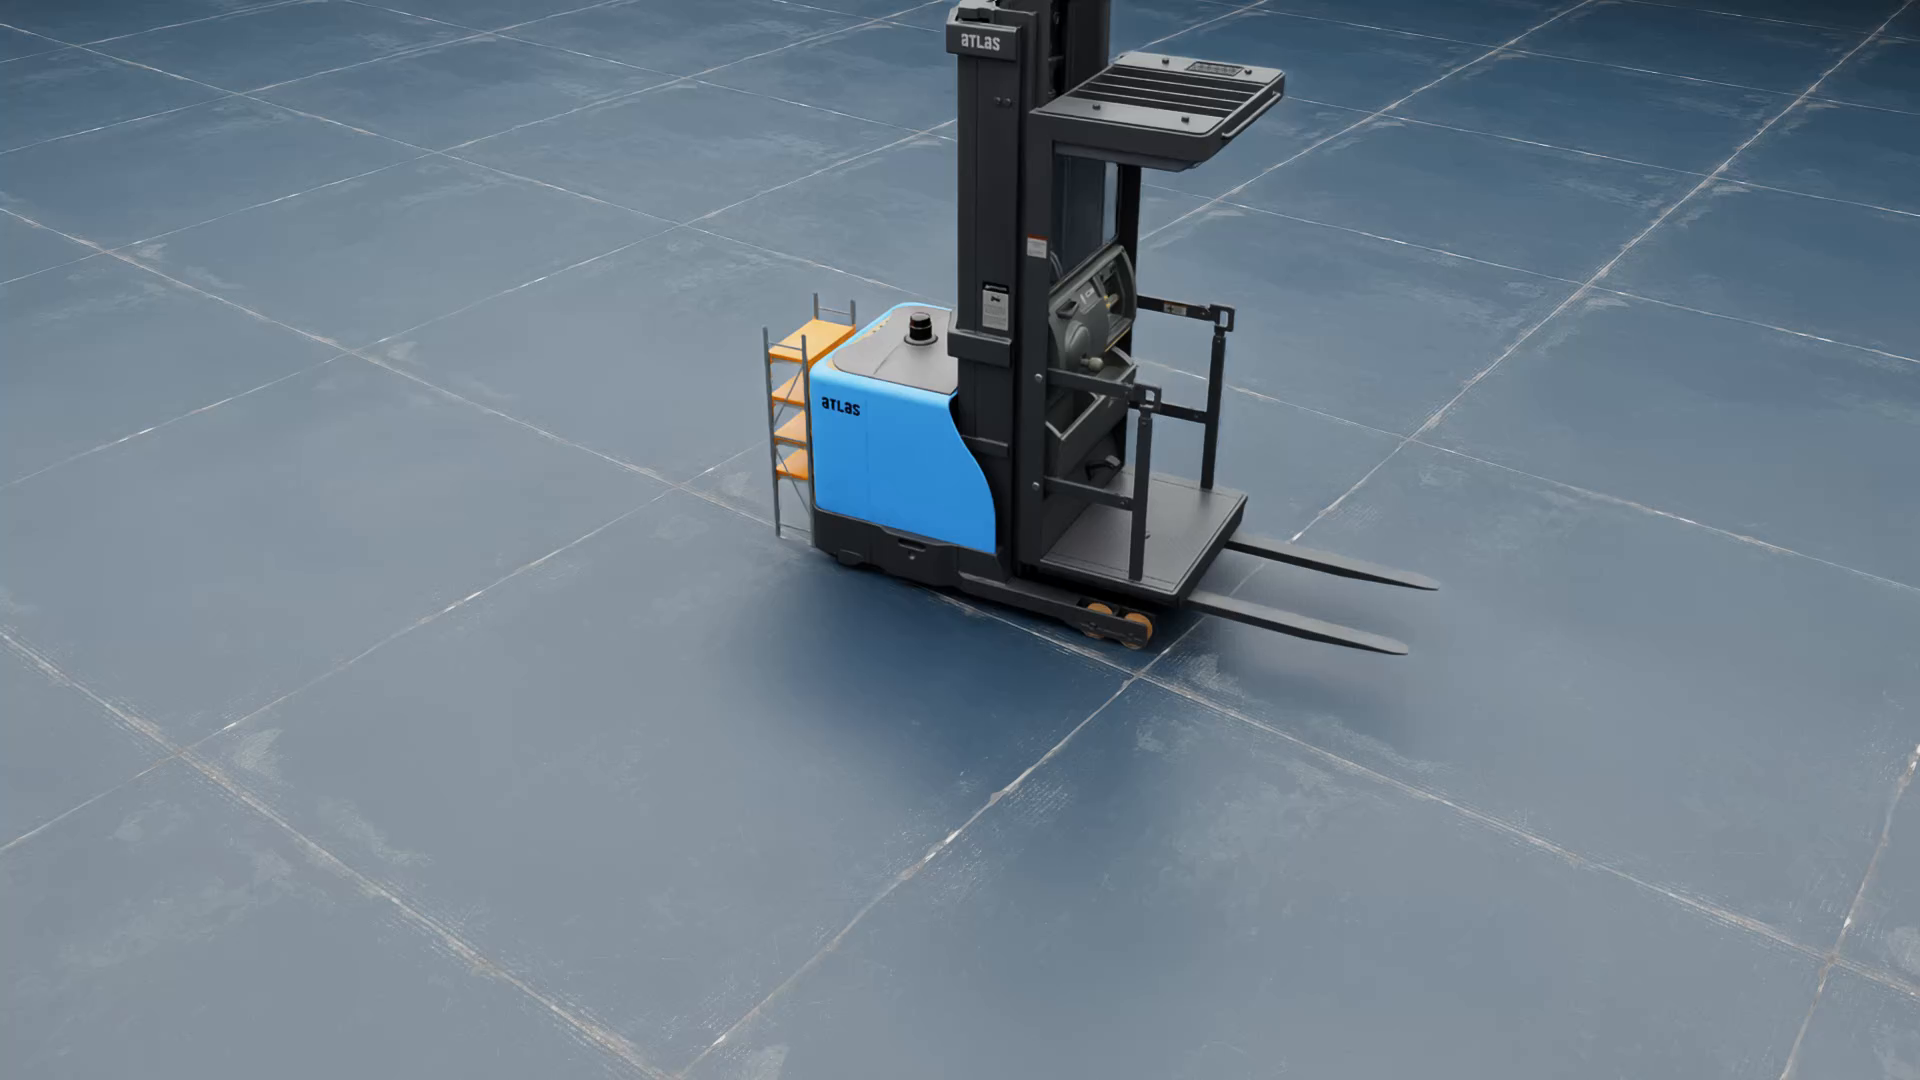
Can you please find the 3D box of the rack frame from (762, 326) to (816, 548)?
[{"bbox_3d":[-0.859,-0.507,8.428,0.240,1.200,0.015,14,33,22],"label":"rack frame"}]

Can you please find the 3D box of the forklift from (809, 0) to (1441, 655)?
[{"bbox_3d":[0.801,-1.055,7.656,3.031,2.935,1.130,14,34,23],"label":"forklift"}]

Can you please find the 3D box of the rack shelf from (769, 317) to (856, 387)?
[{"bbox_3d":[-0.752,-0.957,8.416,0.258,0.148,0.480,14,33,22],"label":"rack shelf"}]

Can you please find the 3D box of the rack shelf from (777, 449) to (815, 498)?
[{"bbox_3d":[-0.752,-0.390,8.752,0.258,0.148,0.480,14,33,22],"label":"rack shelf"}]

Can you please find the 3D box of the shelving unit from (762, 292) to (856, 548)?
[{"bbox_3d":[-0.752,-0.618,8.617,0.258,1.200,0.503,14,33,22],"label":"shelving unit"}]

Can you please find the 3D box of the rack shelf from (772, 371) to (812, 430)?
[{"bbox_3d":[-0.752,-0.753,8.537,0.258,0.148,0.480,14,33,22],"label":"rack shelf"}]

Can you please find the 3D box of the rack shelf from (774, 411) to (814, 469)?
[{"bbox_3d":[-0.752,-0.561,8.651,0.258,0.148,0.480,14,33,22],"label":"rack shelf"}]

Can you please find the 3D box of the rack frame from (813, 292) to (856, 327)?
[{"bbox_3d":[-0.644,-0.730,8.805,0.240,1.200,0.015,14,33,22],"label":"rack frame"}]
